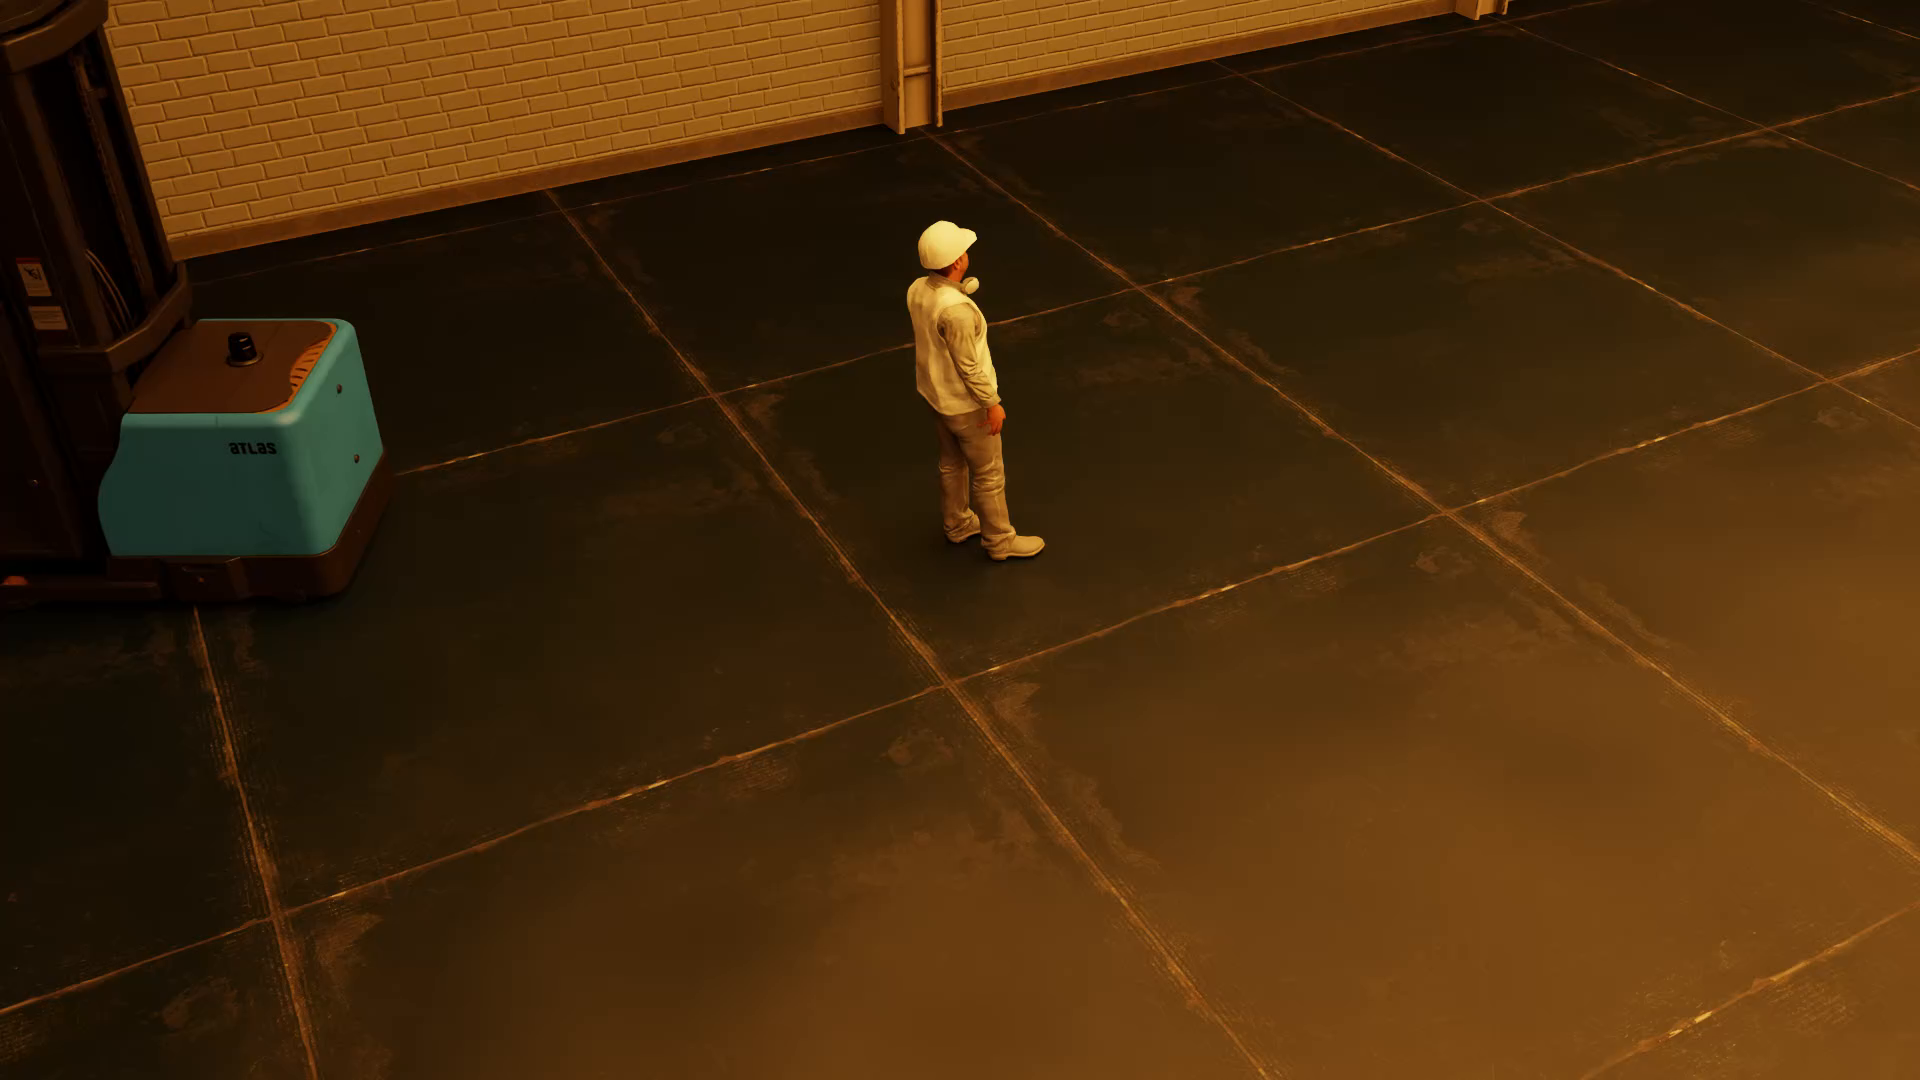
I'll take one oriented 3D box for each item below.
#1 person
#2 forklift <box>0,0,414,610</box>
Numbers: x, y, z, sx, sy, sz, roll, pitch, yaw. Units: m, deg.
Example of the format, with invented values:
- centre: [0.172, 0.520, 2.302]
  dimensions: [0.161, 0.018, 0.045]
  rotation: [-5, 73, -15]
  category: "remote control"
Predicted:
- centre: [0.059, -0.744, 8.165]
  dimensions: [0.566, 1.776, 0.634]
  rotation: [-17, 39, -23]
  category: "person"
- centre: [-4.446, -1.161, 7.765]
  dimensions: [3.031, 2.935, 1.130]
  rotation: [0, 35, 0]
  category: "forklift"
